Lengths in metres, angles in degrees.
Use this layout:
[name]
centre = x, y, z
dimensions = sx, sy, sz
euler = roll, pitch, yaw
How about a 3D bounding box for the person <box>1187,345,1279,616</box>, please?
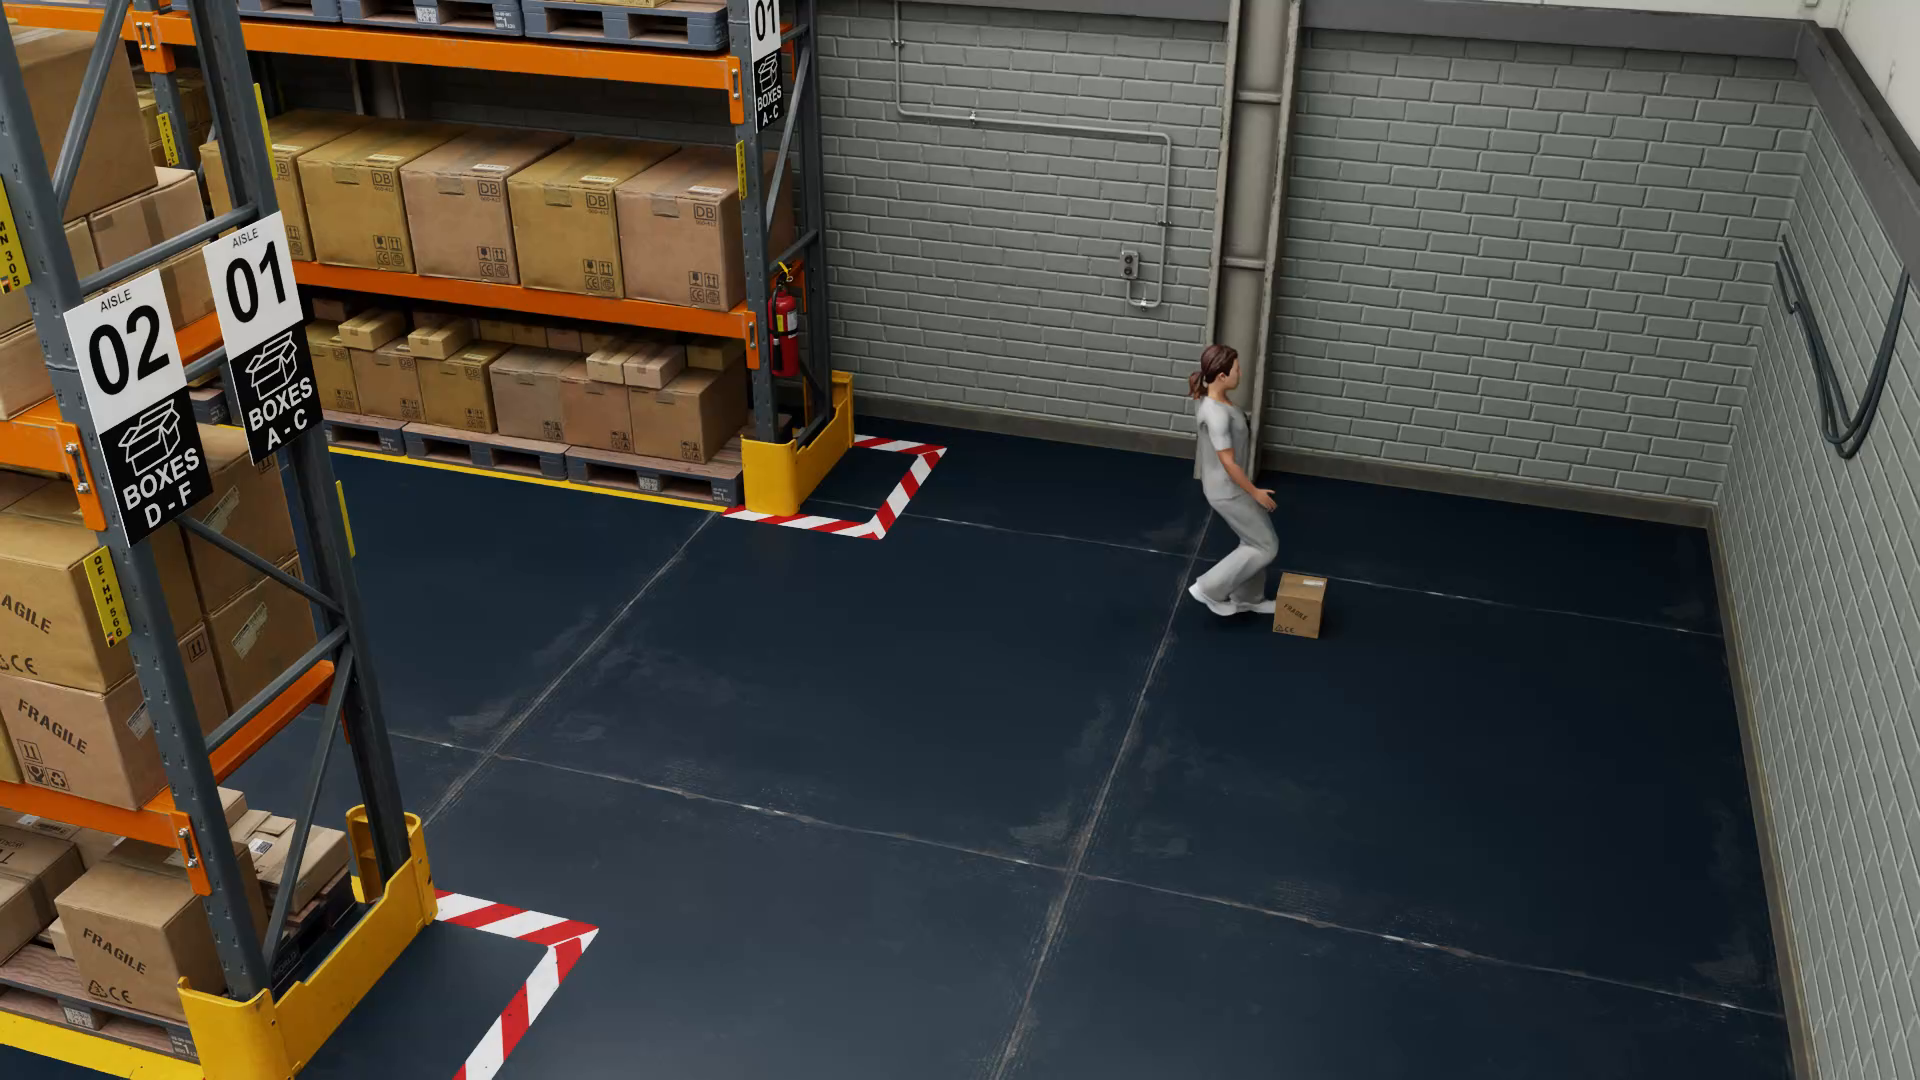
[person]
centre = 1.527, -0.288, 9.091
dimensions = 0.626, 1.616, 0.460
euler = 2, 29, 4
